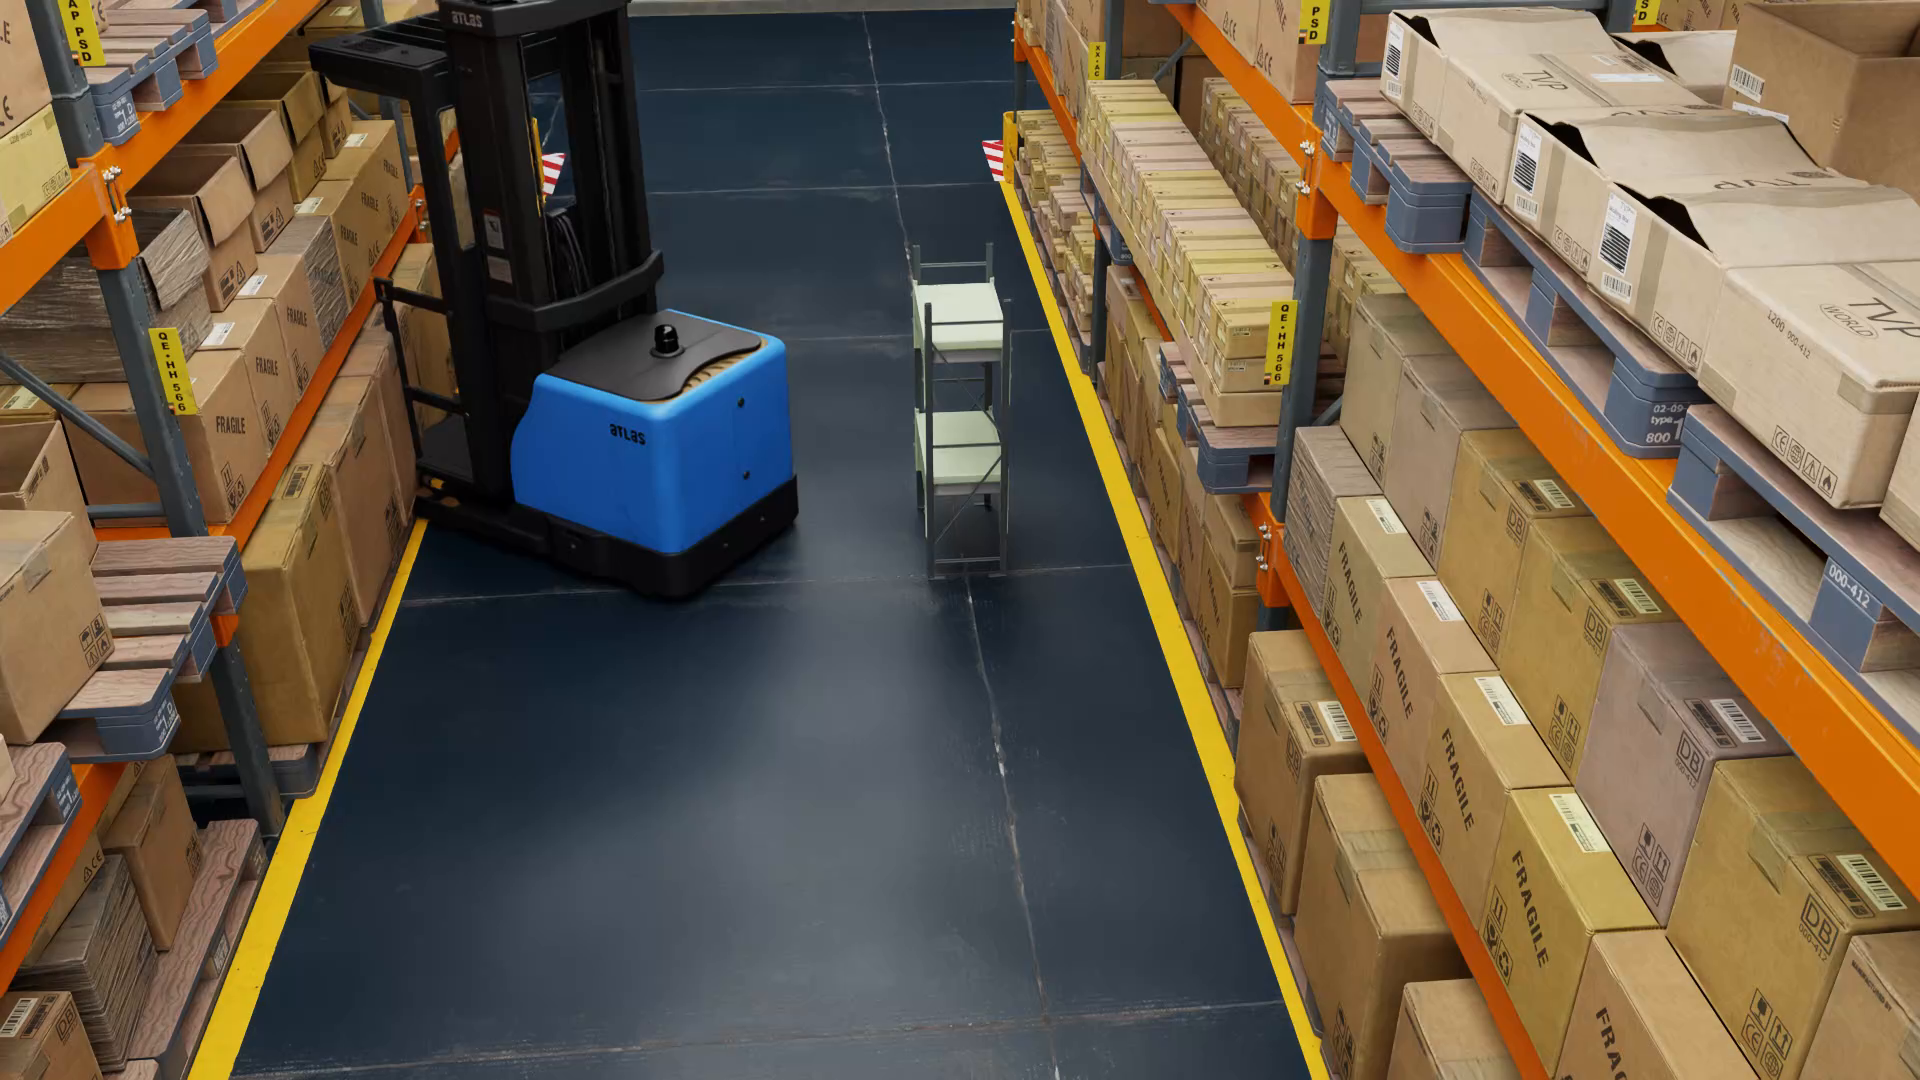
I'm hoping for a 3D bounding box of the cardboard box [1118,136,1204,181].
[{"bbox_3d":[0.994,-1.888,8.240,0.380,0.149,0.250,-3,31,-5],"label":"cardboard box"}]

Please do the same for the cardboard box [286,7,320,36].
[{"bbox_3d":[-3.941,-2.735,9.529,0.500,0.500,0.500,-2,31,-3],"label":"cardboard box"}]

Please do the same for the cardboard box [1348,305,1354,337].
[{"bbox_3d":[1.817,-0.867,6.822,0.380,0.149,0.250,-1,31,-2],"label":"cardboard box"}]

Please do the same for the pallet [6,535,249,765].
[{"bbox_3d":[-3.085,0.355,5.417,1.213,0.211,1.003,-3,31,-5],"label":"pallet"}]

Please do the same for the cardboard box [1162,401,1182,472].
[{"bbox_3d":[1.275,-0.555,8.051,0.500,0.250,0.500,-2,31,-3],"label":"cardboard box"}]

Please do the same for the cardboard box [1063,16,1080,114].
[{"bbox_3d":[0.942,-2.983,10.432,0.500,0.500,0.500,-4,31,-6],"label":"cardboard box"}]

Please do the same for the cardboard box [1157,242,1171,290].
[{"bbox_3d":[1.092,-1.228,7.426,0.380,0.149,0.250,-3,31,-5],"label":"cardboard box"}]

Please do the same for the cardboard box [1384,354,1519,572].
[{"bbox_3d":[1.770,-0.256,5.181,0.700,0.500,0.500,-3,31,-5],"label":"cardboard box"}]

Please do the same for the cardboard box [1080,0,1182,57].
[{"bbox_3d":[1.003,-3.141,9.721,0.500,0.500,0.500,-4,31,-6],"label":"cardboard box"}]

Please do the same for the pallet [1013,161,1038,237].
[{"bbox_3d":[0.990,-2.704,13.071,1.003,0.211,1.213,-3,31,-5],"label":"pallet"}]

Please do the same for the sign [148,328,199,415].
[{"bbox_3d":[-2.719,-0.580,5.744,0.100,0.325,0.005,-3,31,-5],"label":"sign"}]

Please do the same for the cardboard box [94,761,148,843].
[{"bbox_3d":[-3.166,0.817,5.734,0.500,0.250,0.500,-2,31,-3],"label":"cardboard box"}]

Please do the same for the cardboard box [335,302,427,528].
[{"bbox_3d":[-3.468,-0.614,8.516,1.225,0.875,0.875,-4,31,-6],"label":"cardboard box"}]

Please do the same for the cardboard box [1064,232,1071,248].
[{"bbox_3d":[0.921,-2.079,11.386,0.380,0.149,0.250,-2,31,-3],"label":"cardboard box"}]

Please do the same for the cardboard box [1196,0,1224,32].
[{"bbox_3d":[1.281,-2.392,6.807,0.500,0.500,0.500,-3,31,-5],"label":"cardboard box"}]

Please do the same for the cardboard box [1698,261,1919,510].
[{"bbox_3d":[1.729,-0.296,3.035,0.500,0.250,0.500,-3,31,-5],"label":"cardboard box"}]

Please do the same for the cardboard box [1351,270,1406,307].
[{"bbox_3d":[1.812,-0.982,6.724,0.380,0.149,0.250,-4,31,-6],"label":"cardboard box"}]

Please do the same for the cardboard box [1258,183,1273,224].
[{"bbox_3d":[1.676,-1.648,8.129,0.380,0.149,0.250,-3,31,-4],"label":"cardboard box"}]

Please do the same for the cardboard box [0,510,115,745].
[{"bbox_3d":[-3.016,0.245,4.908,0.700,0.500,0.500,2,31,3],"label":"cardboard box"}]

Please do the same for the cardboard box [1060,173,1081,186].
[{"bbox_3d":[0.914,-2.490,11.783,0.380,0.149,0.250,-3,31,-4],"label":"cardboard box"}]

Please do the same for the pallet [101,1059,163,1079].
[{"bbox_3d":[-3.076,2.132,4.975,1.003,0.211,1.213,-3,31,-5],"label":"pallet"}]

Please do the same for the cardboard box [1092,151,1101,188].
[{"bbox_3d":[0.926,-2.022,9.046,0.380,0.149,0.250,-2,31,-4],"label":"cardboard box"}]

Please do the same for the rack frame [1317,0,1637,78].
[{"bbox_3d":[1.690,-2.847,4.742,1.000,3.000,0.127,-3,31,-5],"label":"rack frame"}]

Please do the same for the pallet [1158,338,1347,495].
[{"bbox_3d":[1.517,-0.548,6.930,1.213,0.211,1.003,-3,31,-5],"label":"pallet"}]

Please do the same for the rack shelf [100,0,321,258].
[{"bbox_3d":[-3.445,-2.086,7.093,1.077,0.370,4.000,-3,31,-5],"label":"rack shelf"}]

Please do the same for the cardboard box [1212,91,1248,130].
[{"bbox_3d":[1.574,-2.309,8.946,0.380,0.149,0.250,-4,31,-6],"label":"cardboard box"}]

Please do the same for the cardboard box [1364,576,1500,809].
[{"bbox_3d":[1.560,0.444,4.984,0.500,0.500,0.500,-3,31,-5],"label":"cardboard box"}]

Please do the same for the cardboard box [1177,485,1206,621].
[{"bbox_3d":[1.323,0.032,7.799,0.500,0.500,0.500,-2,31,-3],"label":"cardboard box"}]

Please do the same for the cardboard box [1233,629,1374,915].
[{"bbox_3d":[1.657,0.829,6.222,1.050,0.750,0.750,-3,31,-5],"label":"cardboard box"}]

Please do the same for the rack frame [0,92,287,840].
[{"bbox_3d":[-3.258,-0.086,5.969,1.000,3.000,0.127,-3,31,-5],"label":"rack frame"}]

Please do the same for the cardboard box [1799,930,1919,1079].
[{"bbox_3d":[2.011,1.045,3.003,0.700,0.500,0.500,-3,31,-5],"label":"cardboard box"}]

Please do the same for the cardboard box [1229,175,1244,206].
[{"bbox_3d":[1.619,-1.805,8.683,0.380,0.149,0.250,-4,31,-7],"label":"cardboard box"}]

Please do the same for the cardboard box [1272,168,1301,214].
[{"bbox_3d":[1.695,-1.643,7.832,0.380,0.149,0.250,-3,31,-5],"label":"cardboard box"}]

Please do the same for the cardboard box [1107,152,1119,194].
[{"bbox_3d":[0.970,-1.894,8.542,0.380,0.149,0.250,-4,31,-7],"label":"cardboard box"}]

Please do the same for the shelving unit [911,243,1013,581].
[{"bbox_3d":[0.001,-0.640,8.360,0.431,1.500,0.755,-3,31,-5],"label":"shelving unit"}]

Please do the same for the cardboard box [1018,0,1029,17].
[{"bbox_3d":[0.709,-4.285,12.610,0.500,0.500,0.500,-1,31,-2],"label":"cardboard box"}]

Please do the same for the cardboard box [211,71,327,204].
[{"bbox_3d":[-3.511,-1.925,7.972,0.797,0.503,0.637,-2,31,-4],"label":"cardboard box"}]

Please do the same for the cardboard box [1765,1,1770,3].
[{"bbox_3d":[5.822,-3.389,11.401,0.500,0.500,0.500,-3,31,-5],"label":"cardboard box"}]

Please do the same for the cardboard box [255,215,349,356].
[{"bbox_3d":[-3.179,-1.170,7.686,0.500,0.500,0.500,-3,31,-4],"label":"cardboard box"}]

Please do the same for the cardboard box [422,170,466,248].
[{"bbox_3d":[-3.614,-1.737,10.395,0.875,0.875,0.875,-3,31,-5],"label":"cardboard box"}]

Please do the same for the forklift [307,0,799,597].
[{"bbox_3d":[-2.384,-1.531,8.456,3.031,2.935,1.130,17,35,27],"label":"forklift"}]

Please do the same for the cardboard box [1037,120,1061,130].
[{"bbox_3d":[0.798,-3.149,12.888,0.380,0.149,0.250,-2,31,-4],"label":"cardboard box"}]

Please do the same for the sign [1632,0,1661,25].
[{"bbox_3d":[2.243,-1.838,5.396,0.100,0.325,0.005,-3,31,-5],"label":"sign"}]

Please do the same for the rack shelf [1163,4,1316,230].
[{"bbox_3d":[1.503,-2.272,7.405,1.077,0.370,4.000,-3,31,-5],"label":"rack shelf"}]

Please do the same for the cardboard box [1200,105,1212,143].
[{"bbox_3d":[1.550,-2.321,9.255,0.380,0.149,0.250,-2,31,-3],"label":"cardboard box"}]

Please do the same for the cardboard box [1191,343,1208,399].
[{"bbox_3d":[1.164,-0.701,6.834,0.380,0.149,0.250,-3,31,-5],"label":"cardboard box"}]

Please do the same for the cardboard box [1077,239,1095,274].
[{"bbox_3d":[0.960,-1.824,10.668,0.380,0.149,0.250,-2,31,-4],"label":"cardboard box"}]

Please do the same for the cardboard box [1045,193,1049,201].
[{"bbox_3d":[0.842,-2.512,12.401,0.380,0.149,0.250,-3,31,-4],"label":"cardboard box"}]

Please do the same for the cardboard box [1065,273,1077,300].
[{"bbox_3d":[0.910,-1.723,11.080,0.380,0.149,0.250,-4,31,-6],"label":"cardboard box"}]

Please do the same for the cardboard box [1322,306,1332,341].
[{"bbox_3d":[1.771,-0.995,7.326,0.380,0.149,0.250,-1,31,-2],"label":"cardboard box"}]

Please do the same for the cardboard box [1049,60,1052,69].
[{"bbox_3d":[0.839,-3.407,11.773,0.380,0.149,0.250,-3,31,-6],"label":"cardboard box"}]

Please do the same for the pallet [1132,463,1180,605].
[{"bbox_3d":[1.507,-0.095,8.704,1.003,0.211,1.213,-3,31,-5],"label":"pallet"}]

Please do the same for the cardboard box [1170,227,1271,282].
[{"bbox_3d":[1.113,-1.226,7.133,0.380,0.149,0.250,-2,31,-3],"label":"cardboard box"}]

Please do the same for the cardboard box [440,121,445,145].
[{"bbox_3d":[-3.378,-2.456,10.181,0.380,0.149,0.250,-2,31,-3],"label":"cardboard box"}]

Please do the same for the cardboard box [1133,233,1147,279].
[{"bbox_3d":[1.042,-1.368,7.951,0.380,0.149,0.250,-4,31,-7],"label":"cardboard box"}]
